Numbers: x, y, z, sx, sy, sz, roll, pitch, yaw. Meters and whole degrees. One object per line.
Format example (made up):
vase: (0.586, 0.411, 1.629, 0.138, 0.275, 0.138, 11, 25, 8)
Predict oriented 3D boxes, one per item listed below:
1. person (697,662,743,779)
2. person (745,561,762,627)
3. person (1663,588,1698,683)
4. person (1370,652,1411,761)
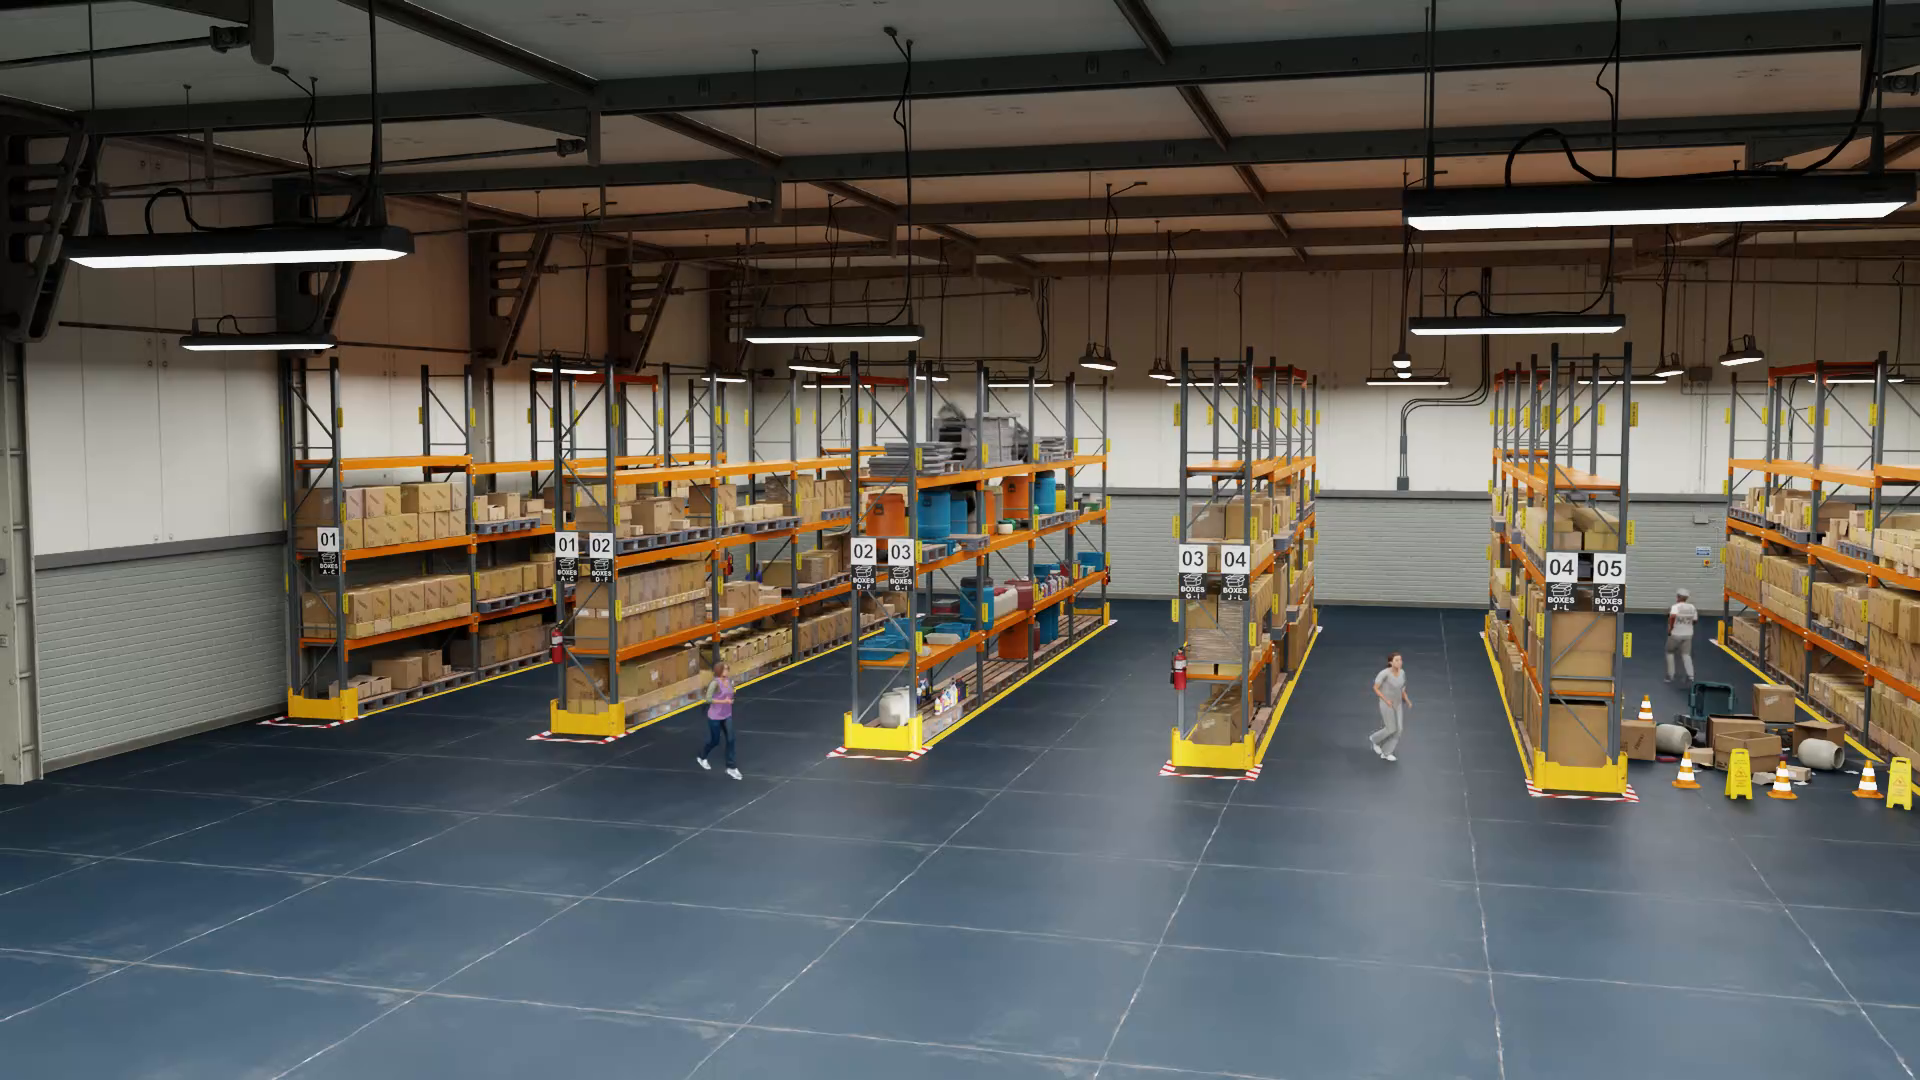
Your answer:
person: (-3.388, 2.499, 23.201, 0.816, 1.619, 0.522, 3, 5, 35)
person: (-4.770, 1.334, 39.043, 0.581, 1.694, 0.765, 2, 4, 20)
person: (13.508, 1.830, 31.146, 0.647, 1.841, 0.795, 0, 4, -1)
person: (6.279, 2.422, 24.363, 0.557, 1.602, 0.580, -2, 5, -22)
